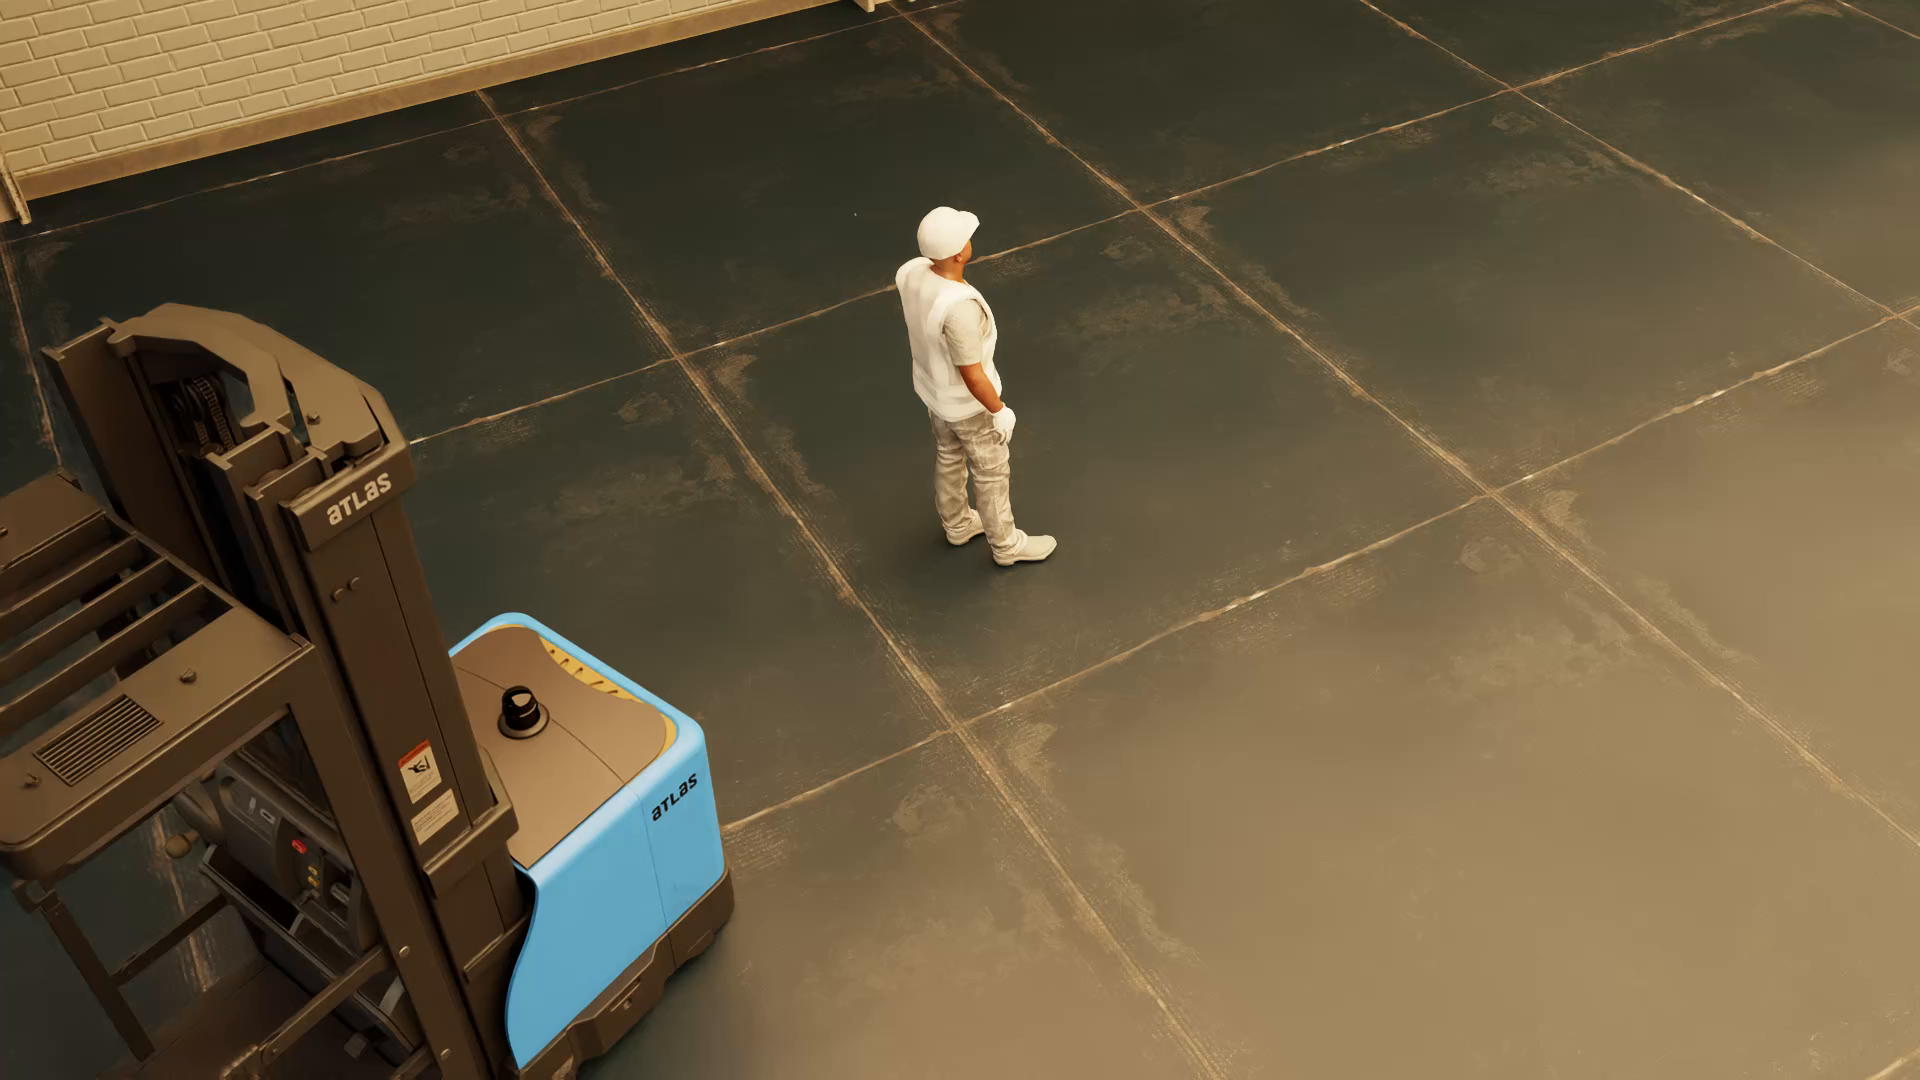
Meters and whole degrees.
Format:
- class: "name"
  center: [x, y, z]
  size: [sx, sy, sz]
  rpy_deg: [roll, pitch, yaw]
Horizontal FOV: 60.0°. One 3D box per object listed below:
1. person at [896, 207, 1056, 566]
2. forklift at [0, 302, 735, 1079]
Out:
- class: "person"
  center: [0.067, -0.679, 7.263]
  size: [0.575, 1.785, 0.657]
  rpy_deg: [-21, 47, -21]
- class: "forklift"
  center: [-2.139, 0.945, 4.678]
  size: [1.130, 2.935, 3.031]
  rpy_deg: [27, 49, 26]
